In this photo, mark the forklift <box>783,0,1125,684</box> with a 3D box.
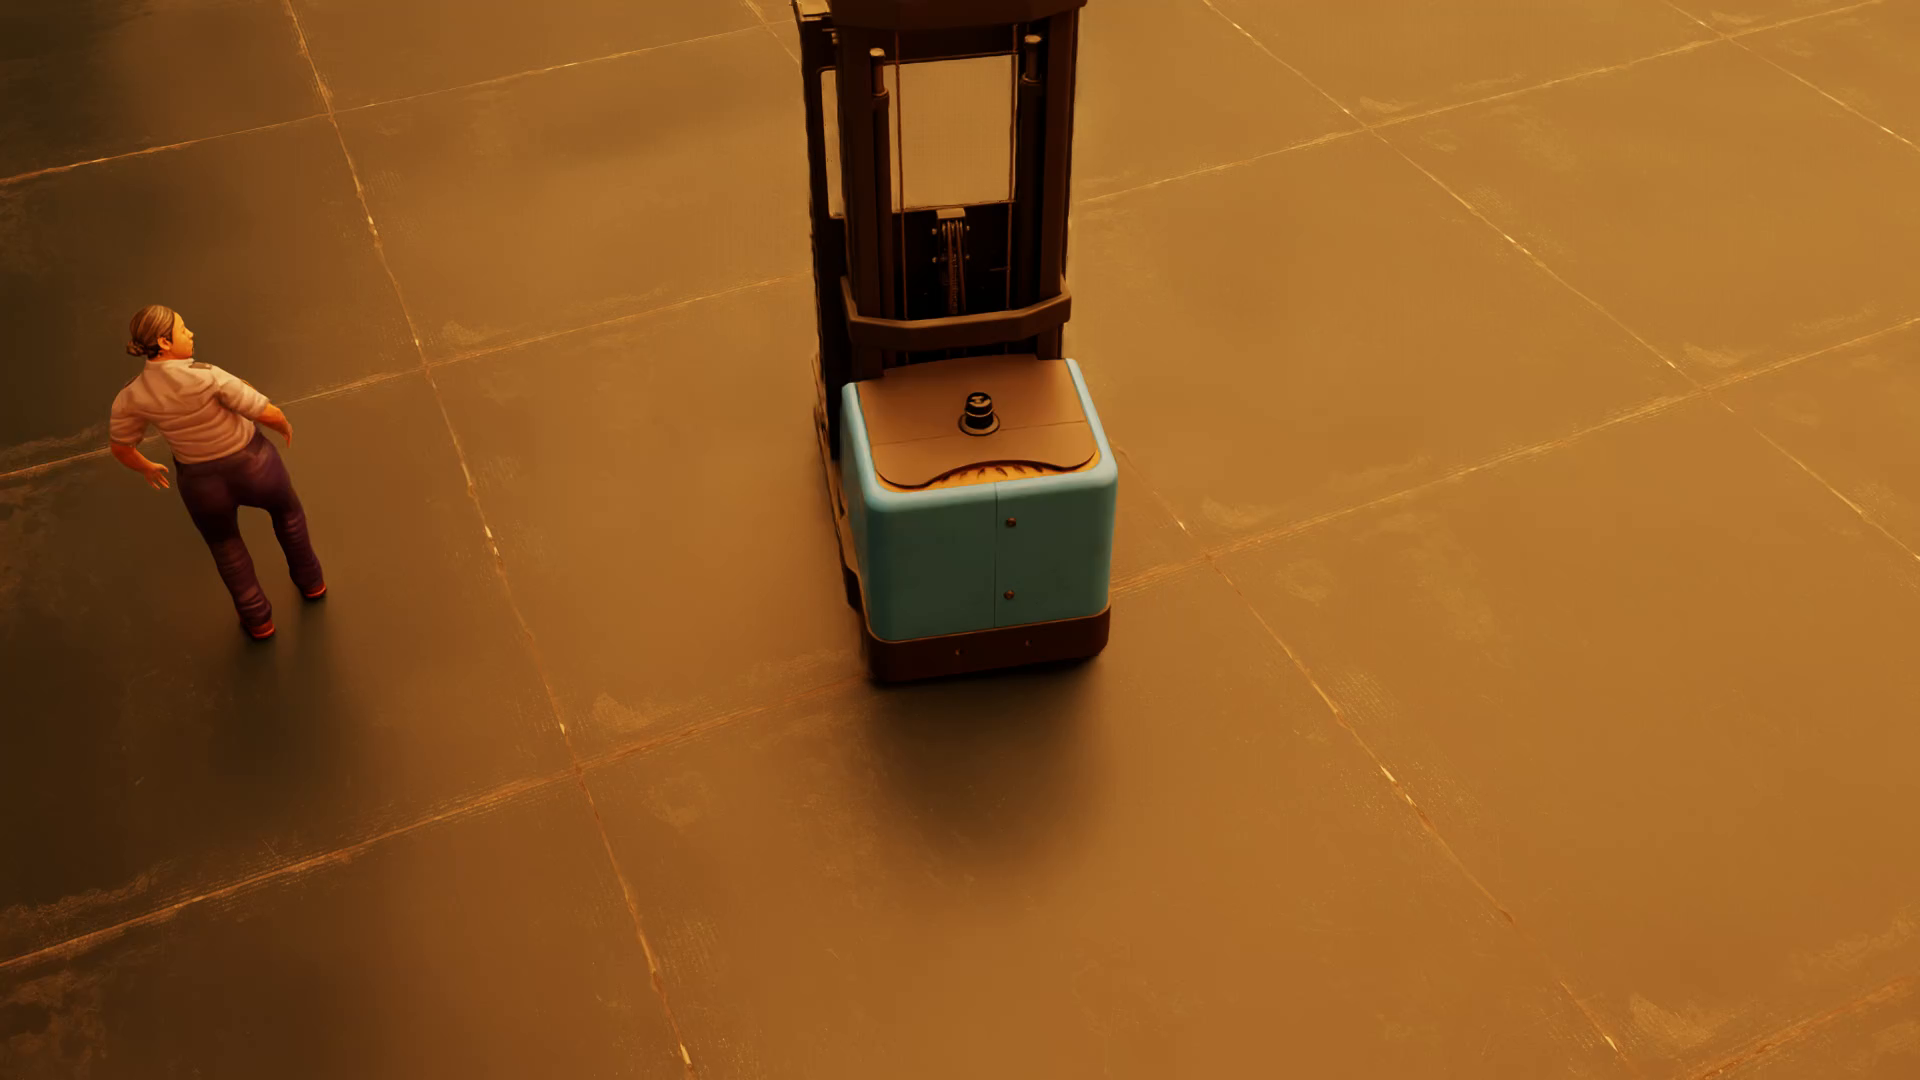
[{"bbox_3d":[-0.152,-1.480,7.266,1.130,2.935,3.031,-9,44,-9],"label":"forklift"}]

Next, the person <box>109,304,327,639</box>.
[{"bbox_3d":[-3.116,-0.299,6.968,0.674,1.624,0.486,-14,45,-14],"label":"person"}]
